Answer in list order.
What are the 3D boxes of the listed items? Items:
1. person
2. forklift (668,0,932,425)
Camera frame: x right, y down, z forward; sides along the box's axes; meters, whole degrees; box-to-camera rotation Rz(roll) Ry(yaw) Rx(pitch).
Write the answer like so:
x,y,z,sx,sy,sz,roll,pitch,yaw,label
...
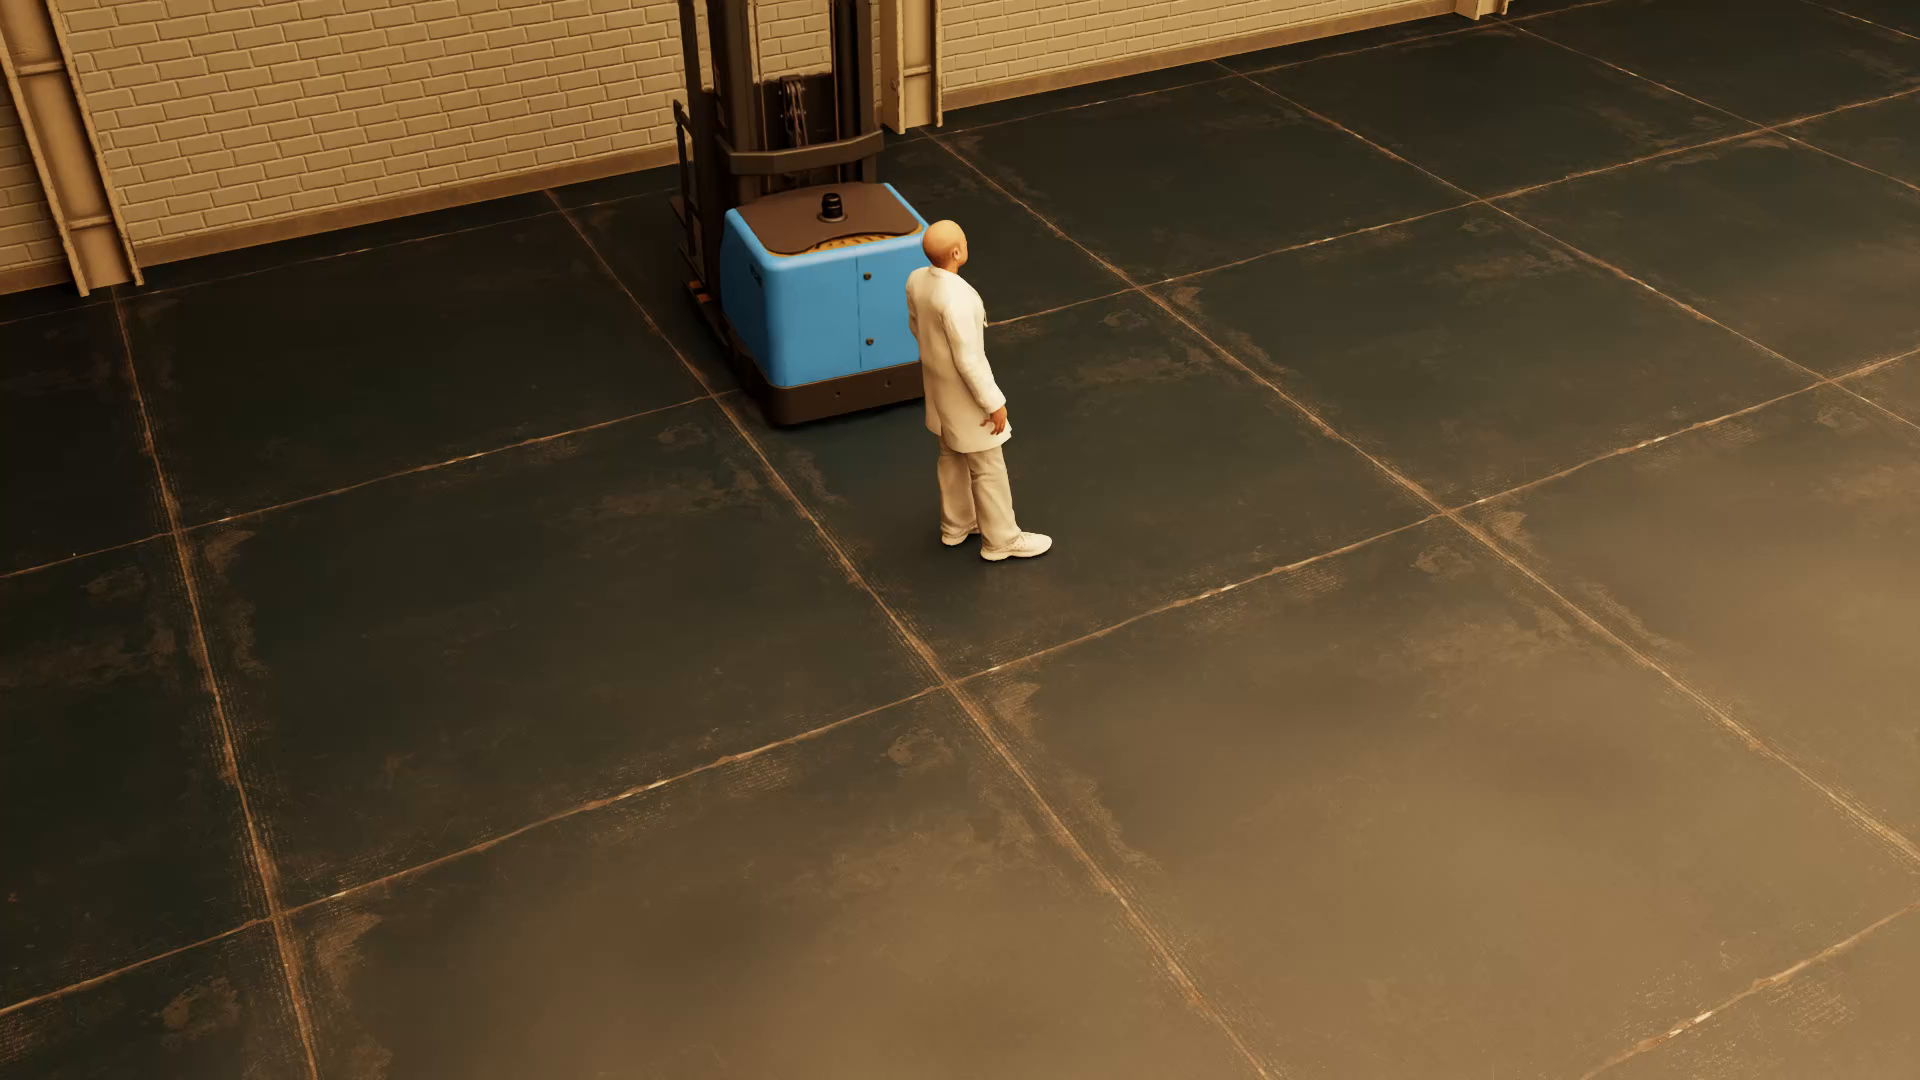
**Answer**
x,y,z,sx,sy,sz,roll,pitch,yaw,label
0.082,-0.754,8.177,0.580,1.776,0.698,-17,39,-23,person
-1.148,-2.697,9.939,1.130,2.935,3.031,-14,37,-19,forklift
